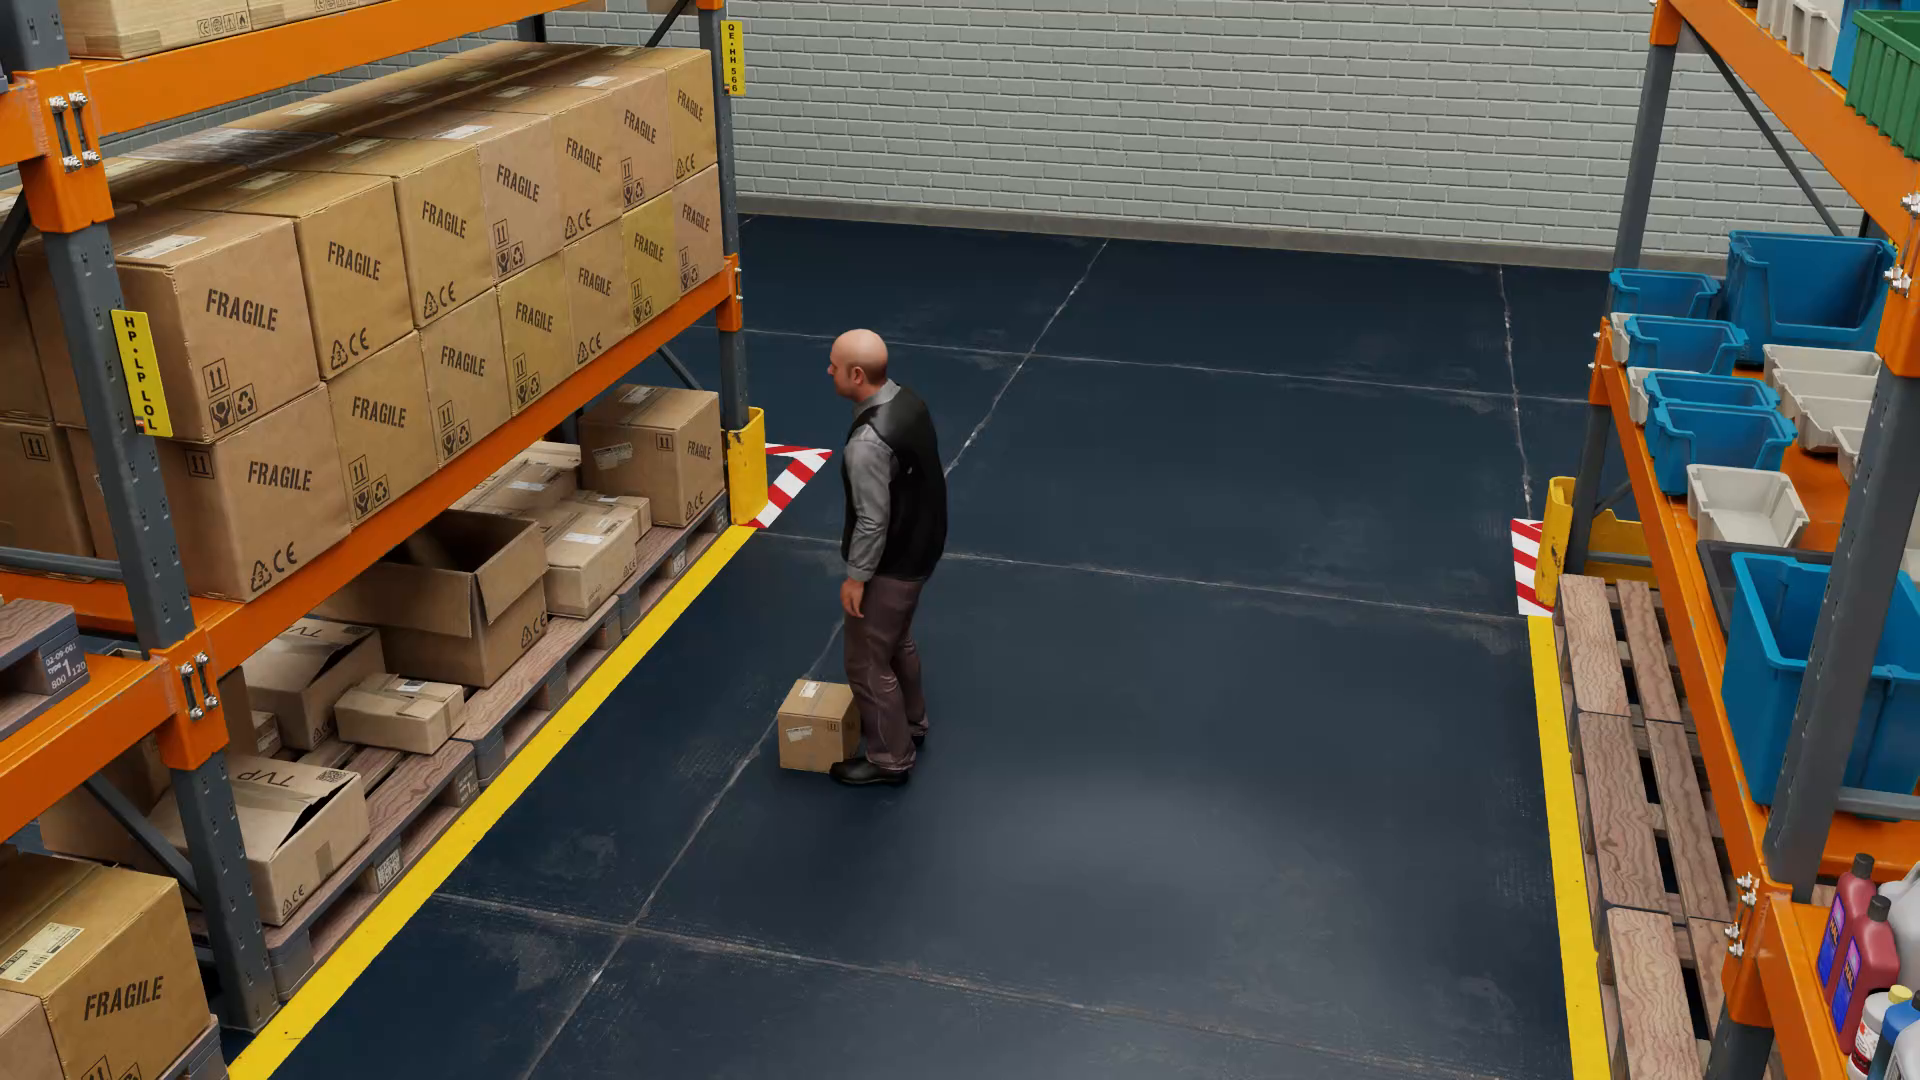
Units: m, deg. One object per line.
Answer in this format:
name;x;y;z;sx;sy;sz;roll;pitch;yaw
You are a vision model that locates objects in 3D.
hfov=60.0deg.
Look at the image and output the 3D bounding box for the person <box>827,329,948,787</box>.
person;-0.259;0.071;5.986;0.421;1.721;0.580;6;26;13
